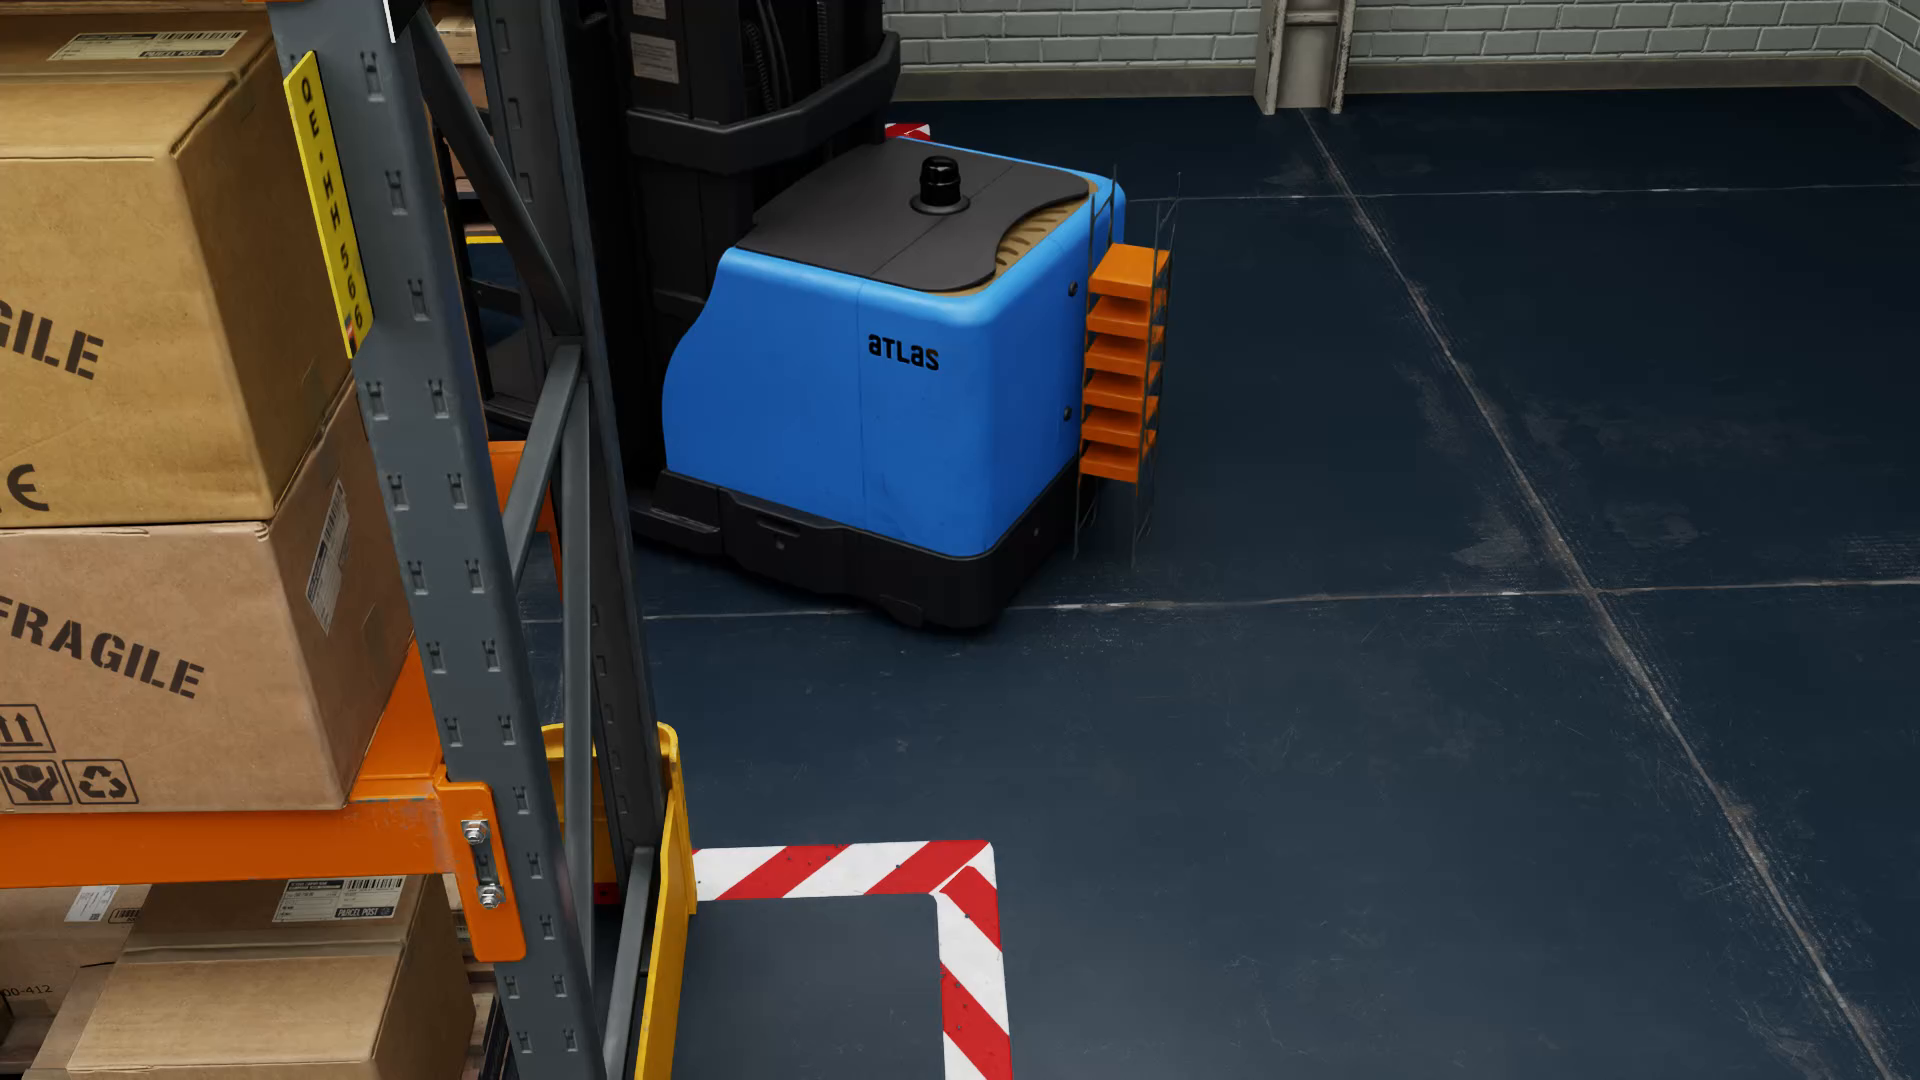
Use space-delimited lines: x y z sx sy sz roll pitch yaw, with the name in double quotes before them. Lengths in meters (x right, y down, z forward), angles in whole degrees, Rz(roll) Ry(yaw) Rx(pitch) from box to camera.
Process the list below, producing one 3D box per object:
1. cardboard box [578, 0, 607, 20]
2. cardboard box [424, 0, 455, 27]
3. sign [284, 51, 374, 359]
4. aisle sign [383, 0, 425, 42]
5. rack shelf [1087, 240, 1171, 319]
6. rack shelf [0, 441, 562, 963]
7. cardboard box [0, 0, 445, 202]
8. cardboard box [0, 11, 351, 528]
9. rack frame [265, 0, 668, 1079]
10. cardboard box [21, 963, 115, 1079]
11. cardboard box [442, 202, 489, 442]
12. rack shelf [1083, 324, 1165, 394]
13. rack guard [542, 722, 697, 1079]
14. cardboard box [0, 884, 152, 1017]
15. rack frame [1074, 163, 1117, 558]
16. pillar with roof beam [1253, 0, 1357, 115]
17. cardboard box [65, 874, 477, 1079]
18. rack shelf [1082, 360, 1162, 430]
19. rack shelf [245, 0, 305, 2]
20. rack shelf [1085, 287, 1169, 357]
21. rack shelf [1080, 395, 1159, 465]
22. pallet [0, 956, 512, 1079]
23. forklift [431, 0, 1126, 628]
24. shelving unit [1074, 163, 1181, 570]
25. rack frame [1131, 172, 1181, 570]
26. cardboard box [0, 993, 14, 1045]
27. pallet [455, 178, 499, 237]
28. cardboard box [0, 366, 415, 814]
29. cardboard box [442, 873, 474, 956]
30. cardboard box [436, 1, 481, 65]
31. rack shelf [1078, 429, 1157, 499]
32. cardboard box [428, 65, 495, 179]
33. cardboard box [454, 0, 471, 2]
"cardboard box" -1.523 -2.346 7.262 0.250 0.149 0.380 -1 35 -2
"cardboard box" -2.278 -2.326 7.232 0.250 0.149 0.380 -1 35 -2
"sign" -0.699 -0.368 1.850 0.005 0.325 0.100 -2 35 -2
"aisle sign" -0.623 -0.974 1.737 0.004 0.787 0.394 -2 35 -2
"rack shelf" 0.483 -0.740 4.709 0.180 0.103 0.258 12 37 16
"rack shelf" -2.703 0.272 2.853 4.000 0.370 1.077 -2 35 -2
"cardboard box" -1.161 -0.668 2.612 0.500 0.500 0.500 -1 35 -1
"cardboard box" -1.137 -0.361 2.170 0.500 0.500 0.500 -2 35 -3
"rack frame" -0.705 -0.077 2.726 0.127 3.000 1.000 -2 35 -2
"cardboard box" -1.645 1.021 3.242 0.250 0.166 0.380 -2 35 -2
"cardboard box" -1.161 -0.257 2.897 0.500 0.500 0.500 -1 35 -1
"rack shelf" 0.483 -0.544 4.847 0.180 0.103 0.258 12 37 16
"rack guard" -0.781 0.952 3.434 0.348 0.500 1.175 -2 35 -2
"cardboard box" -1.761 0.739 3.576 0.500 0.250 0.500 -2 35 -2
"rack frame" 0.397 -0.500 4.915 0.006 1.200 0.240 12 37 16
"pillar with roof beam" 1.916 -3.477 2.367 0.400 9.000 9.100 -2 35 -2
"cardboard box" -1.237 0.924 3.089 0.500 0.500 0.500 -2 35 -2
"rack shelf" 0.483 -0.446 4.916 0.180 0.103 0.258 12 37 16
"rack shelf" -2.703 -0.961 1.999 4.000 0.370 1.077 -2 35 -2
"rack shelf" 0.483 -0.642 4.778 0.180 0.103 0.258 12 37 16
"rack shelf" 0.483 -0.348 4.985 0.180 0.103 0.258 12 37 16
"pallet" -1.577 1.093 3.485 1.213 0.211 1.003 -2 35 -2
"forklift" -1.043 -1.539 4.898 3.031 2.935 1.130 17 38 23
"shelving unit" 0.483 -0.482 4.890 0.189 1.200 0.258 12 37 16
"rack frame" 0.569 -0.465 4.865 0.006 1.200 0.240 12 37 16
"cardboard box" -2.187 1.035 3.148 0.500 0.250 0.500 -2 35 -2
"pallet" -1.738 -1.681 7.493 1.213 0.211 1.003 -2 35 -2
"cardboard box" -1.140 0.048 2.457 0.500 0.500 0.500 -1 35 -1
"cardboard box" -1.140 0.730 3.678 0.250 0.149 0.380 -2 35 -2
"cardboard box" -2.013 -2.115 6.927 0.250 0.149 0.380 -1 35 -1
"rack shelf" 0.483 -0.250 5.054 0.180 0.103 0.258 12 37 16
"cardboard box" -2.138 -1.949 7.258 0.500 0.500 0.700 -2 35 -2
"cardboard box" -2.028 -2.332 7.241 0.250 0.149 0.380 -1 35 -2
